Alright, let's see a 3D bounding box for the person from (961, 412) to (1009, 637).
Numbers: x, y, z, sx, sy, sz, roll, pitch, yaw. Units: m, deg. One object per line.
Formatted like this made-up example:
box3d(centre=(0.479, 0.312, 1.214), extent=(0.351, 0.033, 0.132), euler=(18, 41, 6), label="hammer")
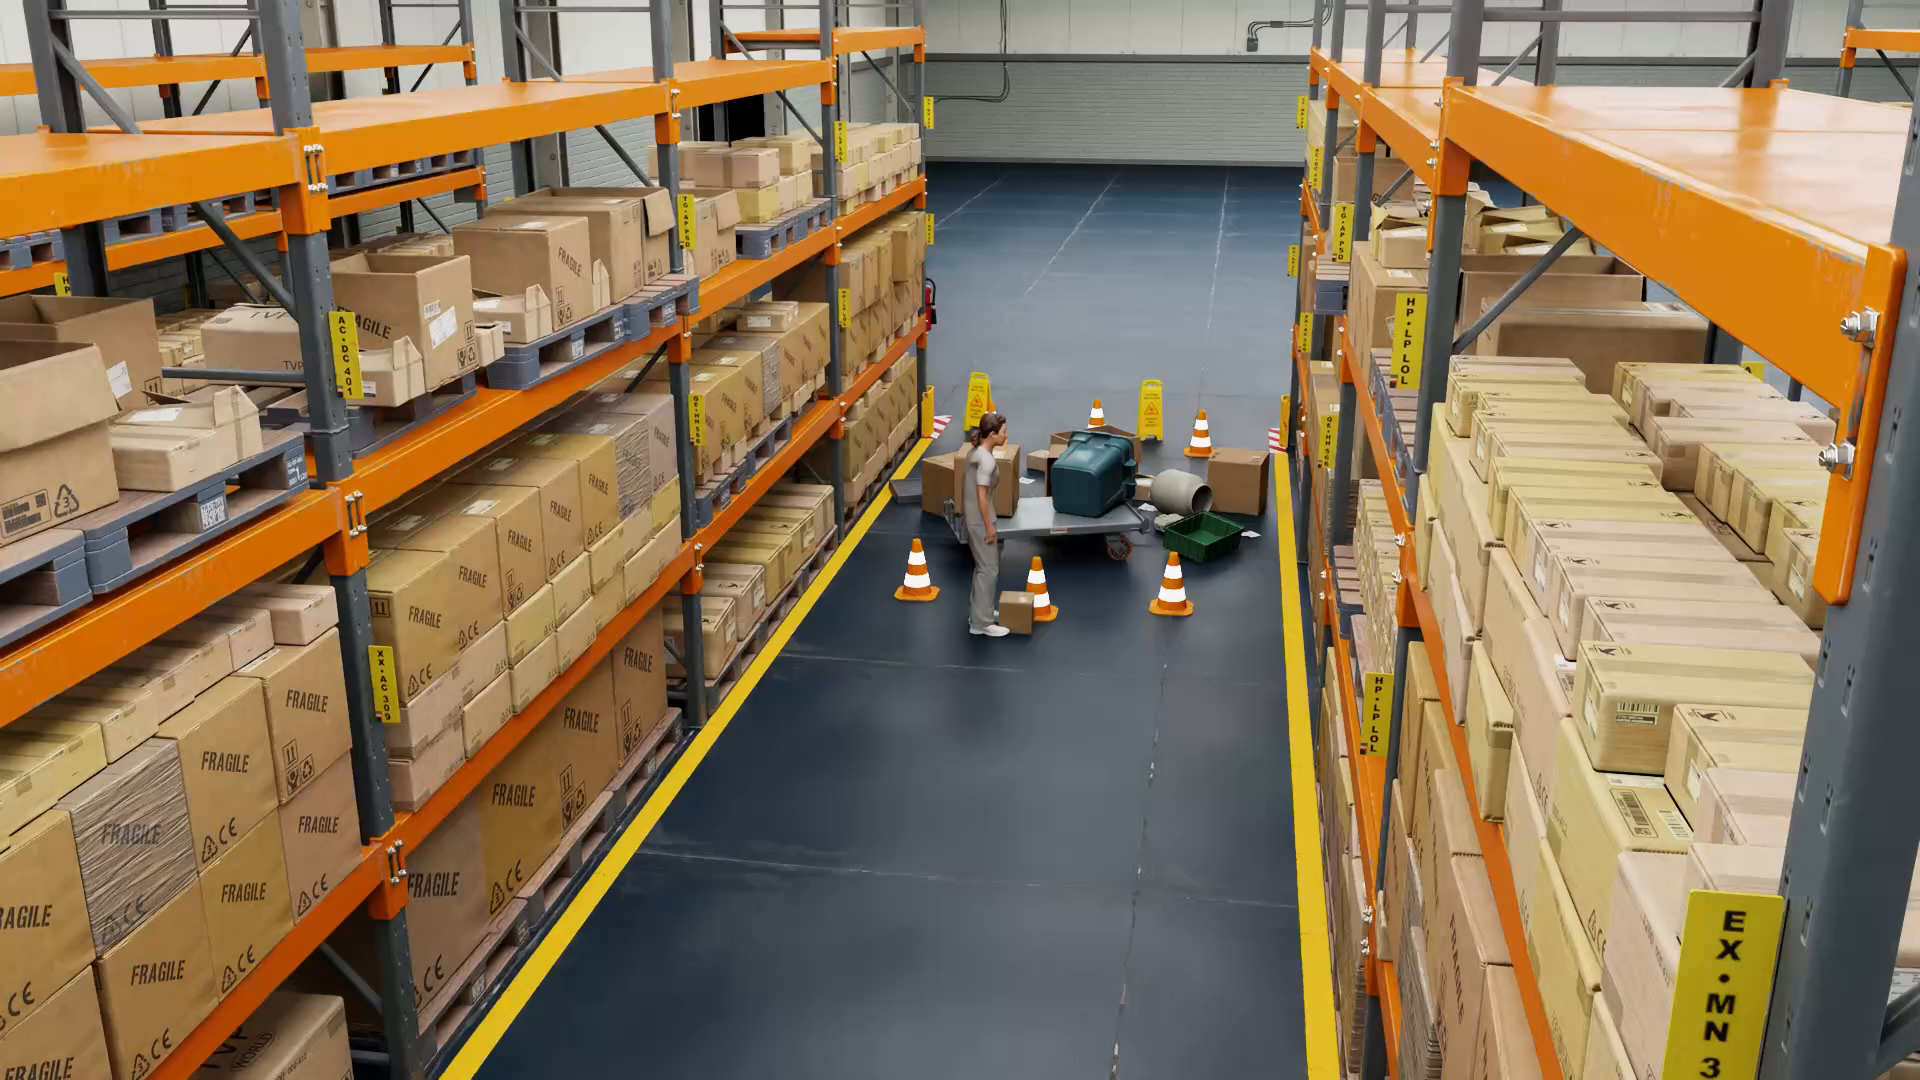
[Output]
box3d(centre=(0.195, -0.136, 12.479), extent=(0.366, 1.671, 0.503), euler=(-1, 18, -3), label="person")
